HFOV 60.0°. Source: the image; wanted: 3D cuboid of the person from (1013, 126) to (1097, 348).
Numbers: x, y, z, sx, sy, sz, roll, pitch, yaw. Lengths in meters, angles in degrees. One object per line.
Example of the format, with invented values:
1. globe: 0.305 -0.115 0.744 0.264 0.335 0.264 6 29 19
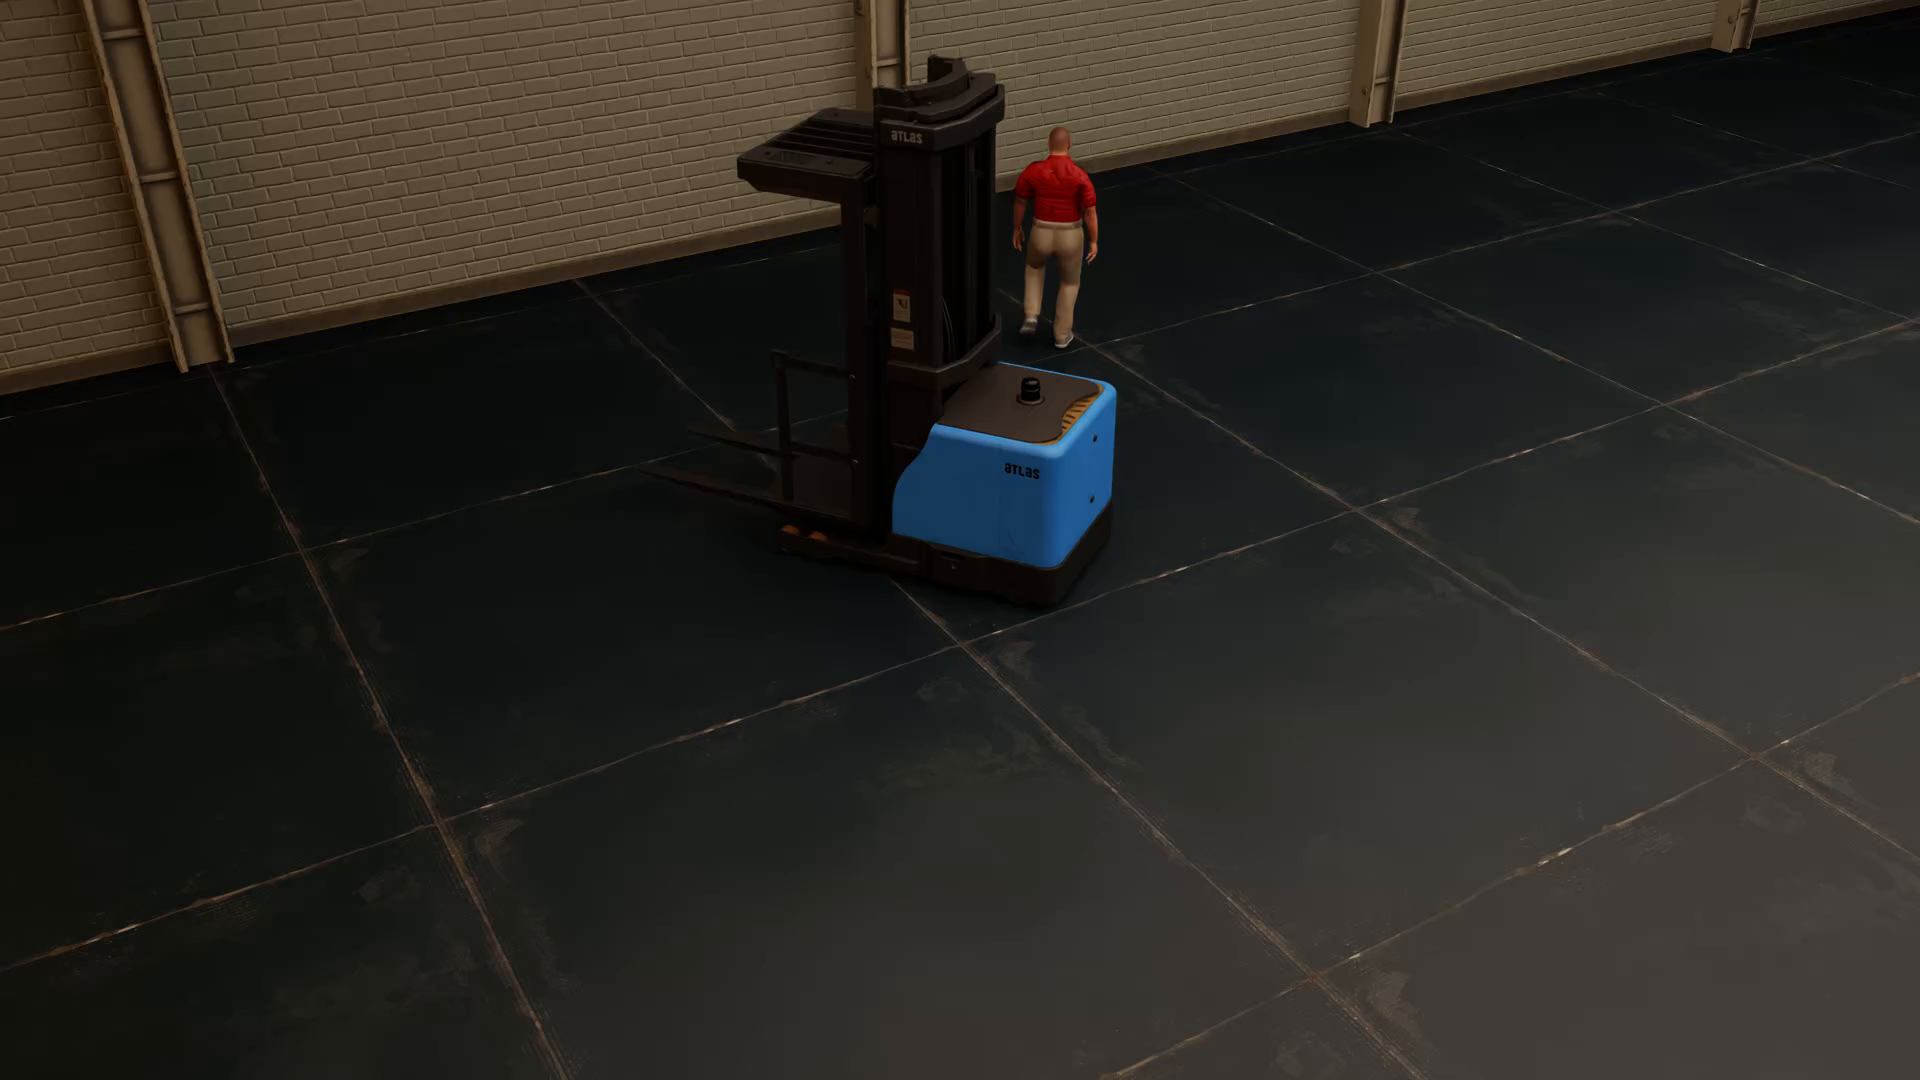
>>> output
1. person: 0.739 -2.331 12.747 0.666 1.726 0.467 7 32 11

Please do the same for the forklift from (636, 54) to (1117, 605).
1. forklift: -0.605 -1.370 9.935 3.031 2.935 1.130 13 33 21
